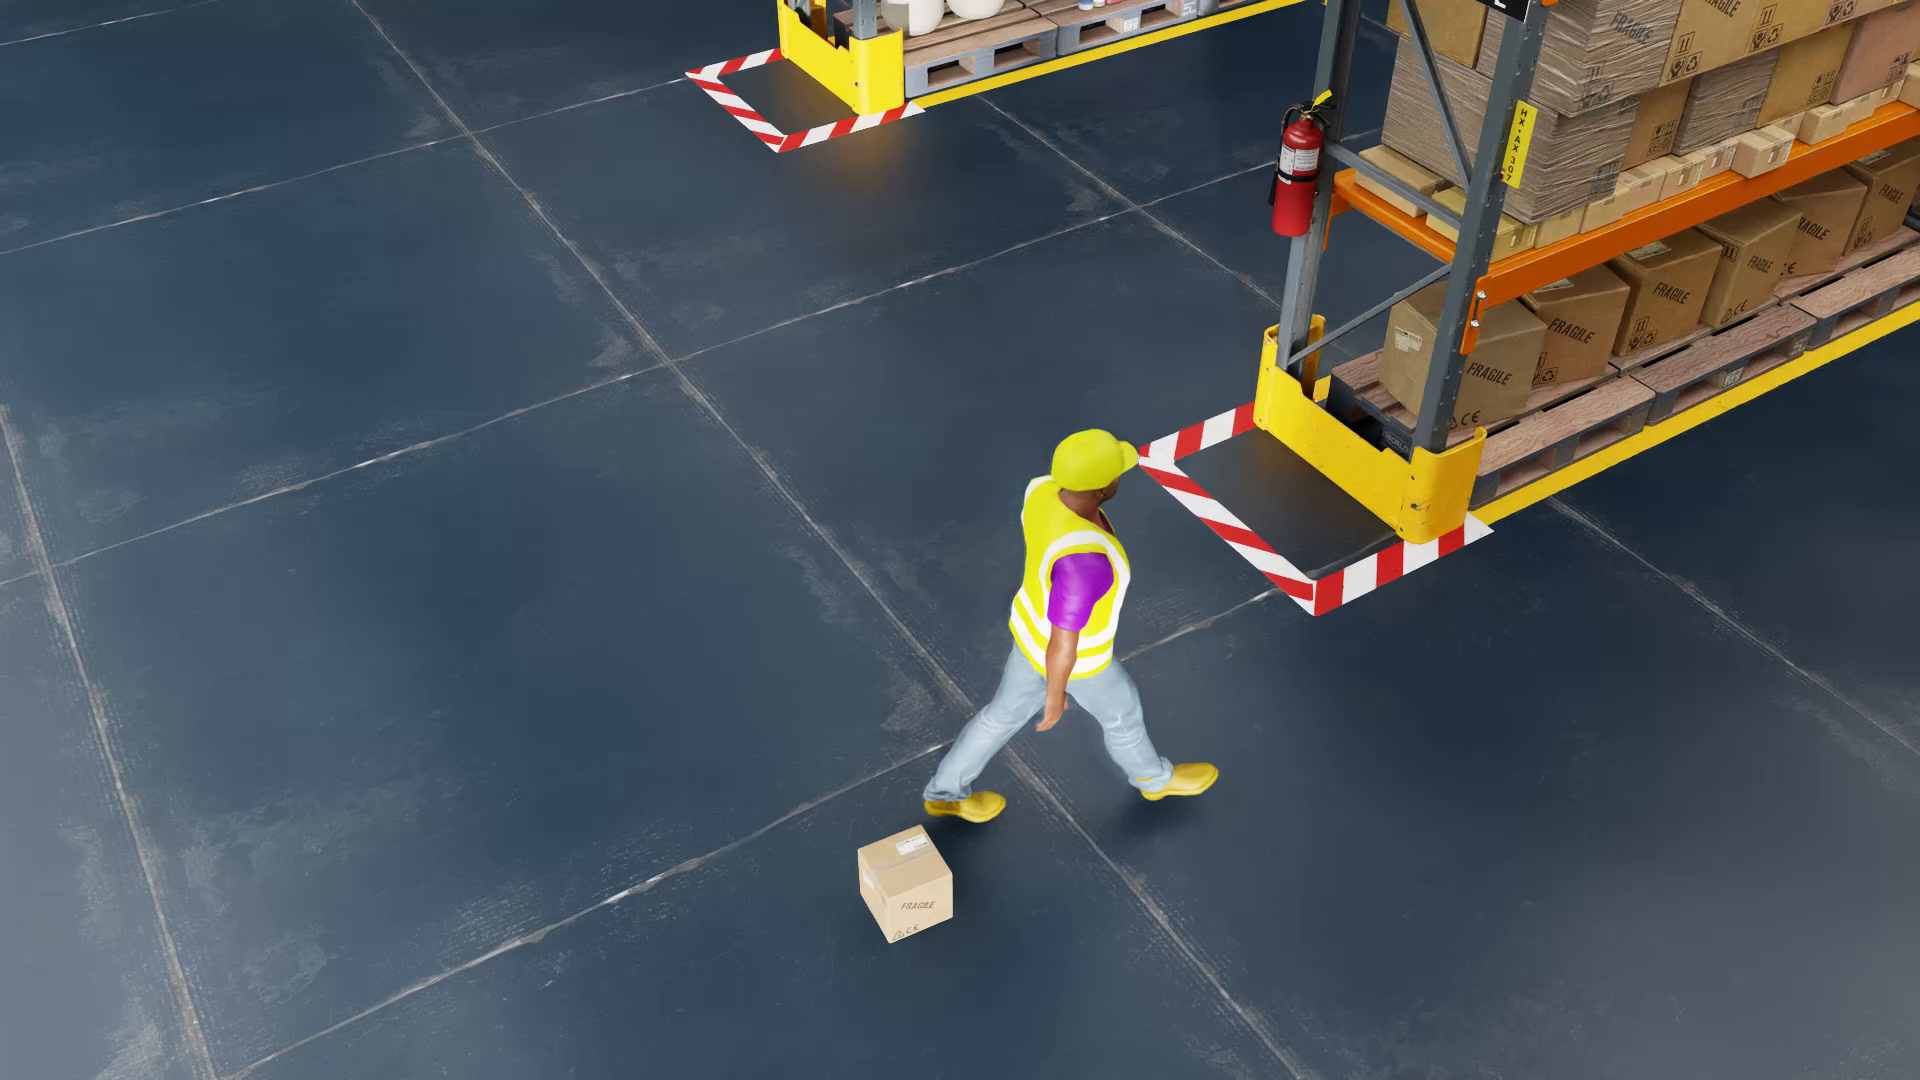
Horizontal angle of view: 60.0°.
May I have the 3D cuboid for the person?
[{"bbox_3d":[0.394,0.311,5.787,1.100,1.709,0.584,-13,42,-15],"label":"person"}]
